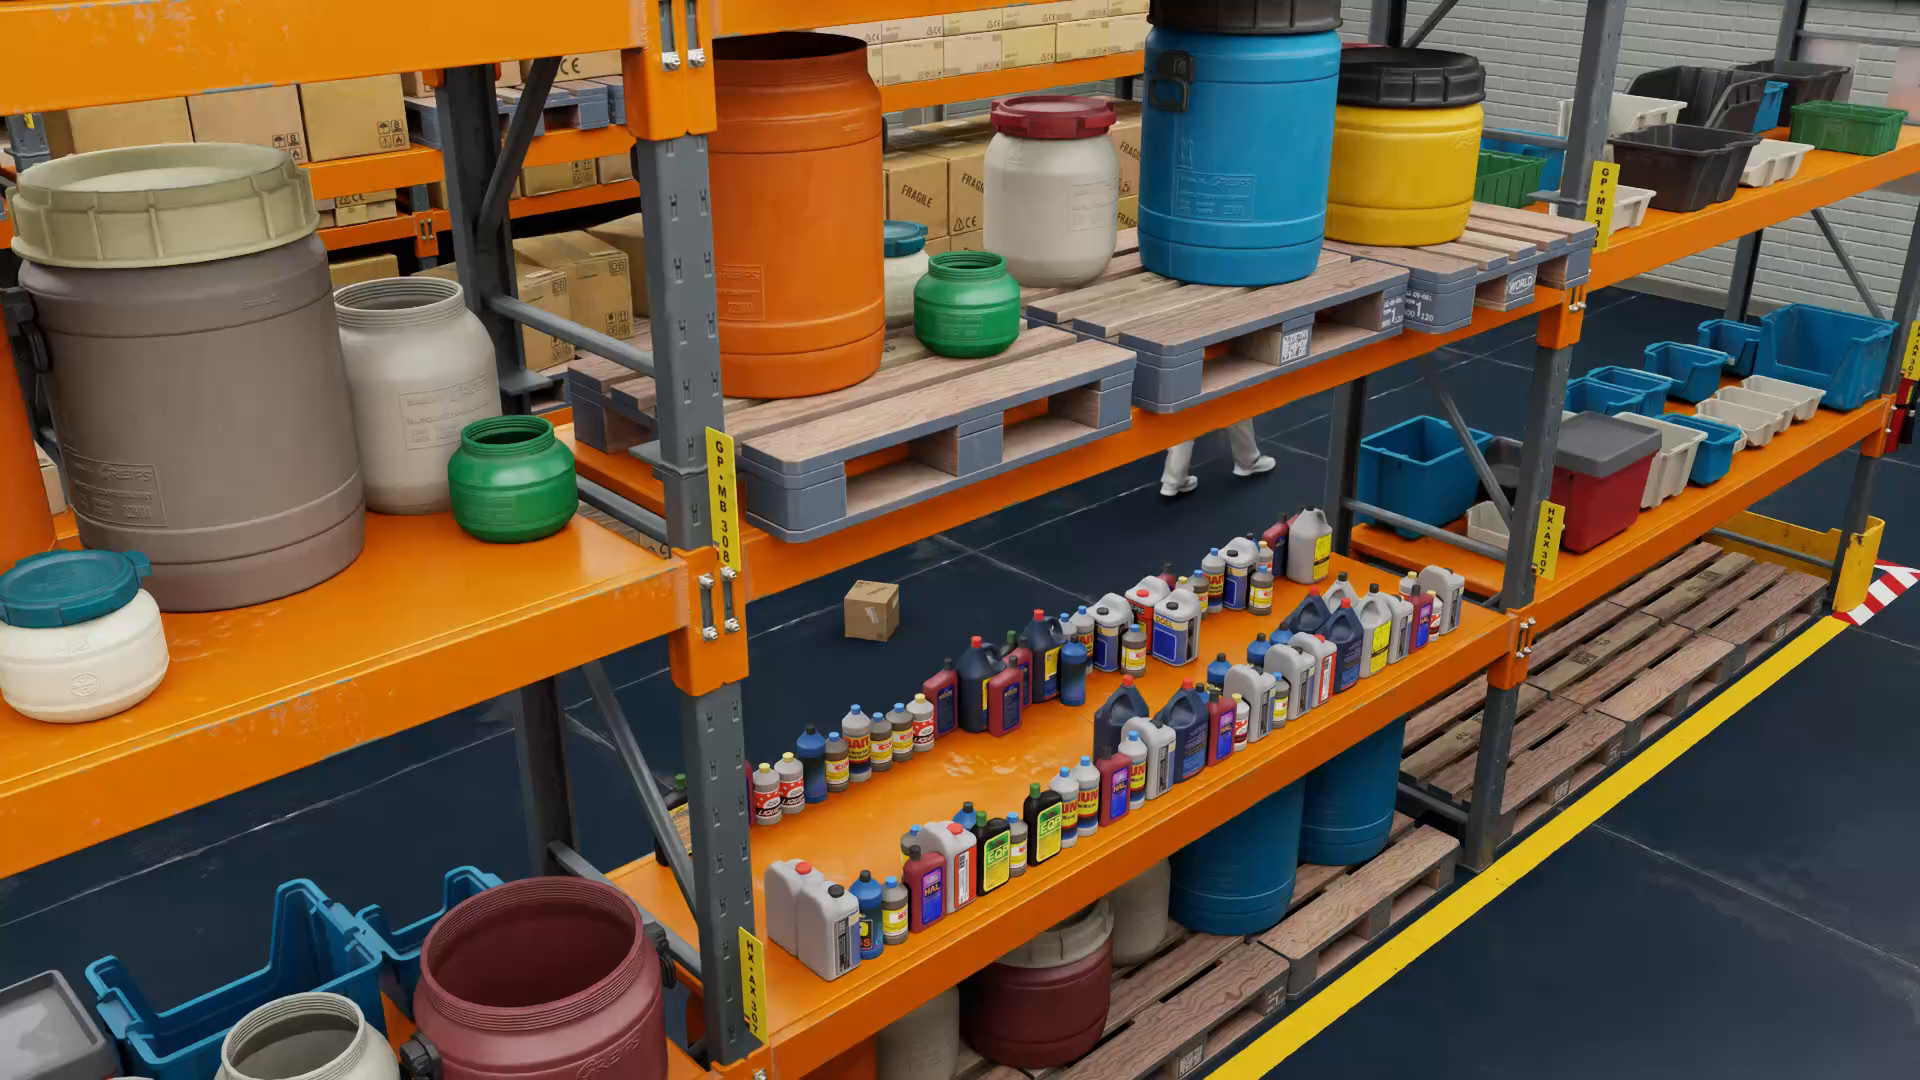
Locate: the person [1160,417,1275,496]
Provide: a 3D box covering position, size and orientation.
[{"bbox_3d":[1.770,-1.206,11.300,0.621,1.730,1.027,19,30,36],"label":"person"}]
